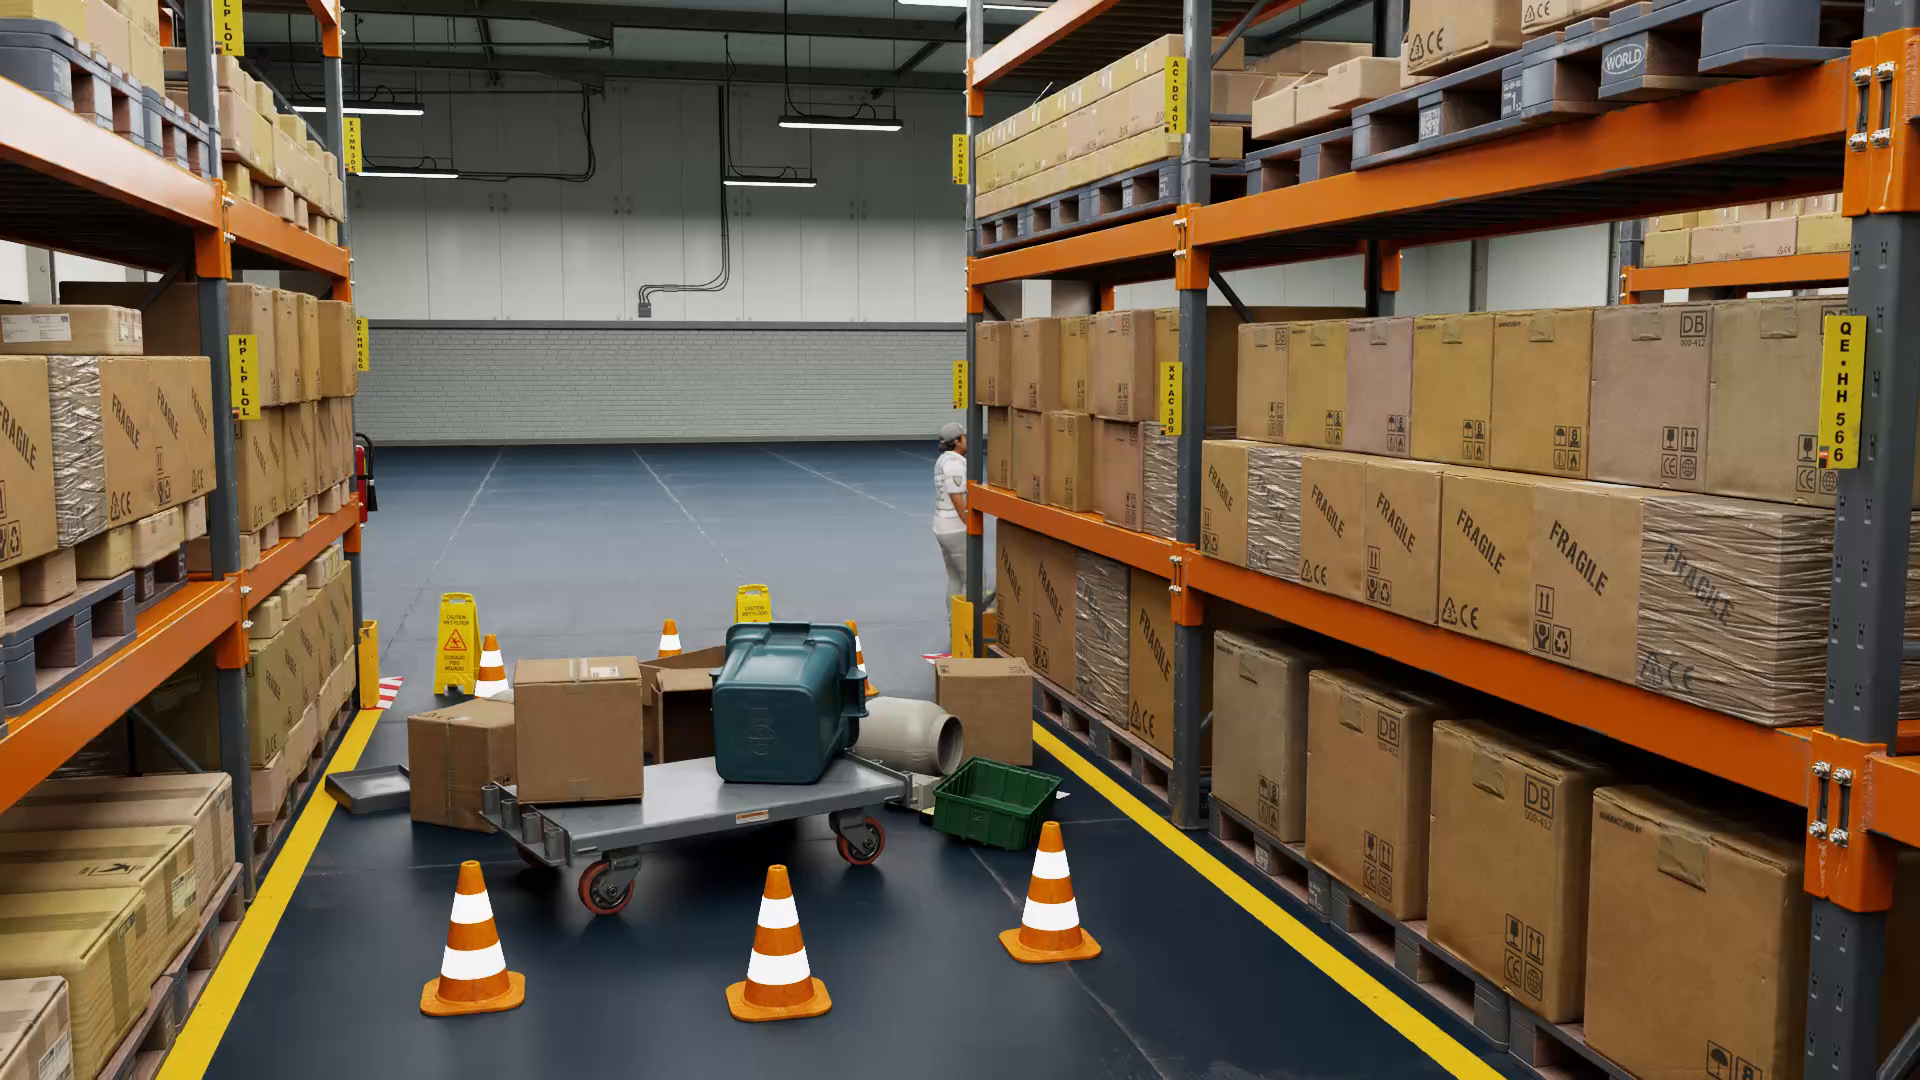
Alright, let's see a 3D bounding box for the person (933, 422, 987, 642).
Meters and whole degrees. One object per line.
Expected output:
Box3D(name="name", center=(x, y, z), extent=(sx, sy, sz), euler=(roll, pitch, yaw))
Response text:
Box3D(name="person", center=(0.076, -0.046, 12.493), extent=(0.529, 1.669, 0.595), euler=(-1, 6, -12))
